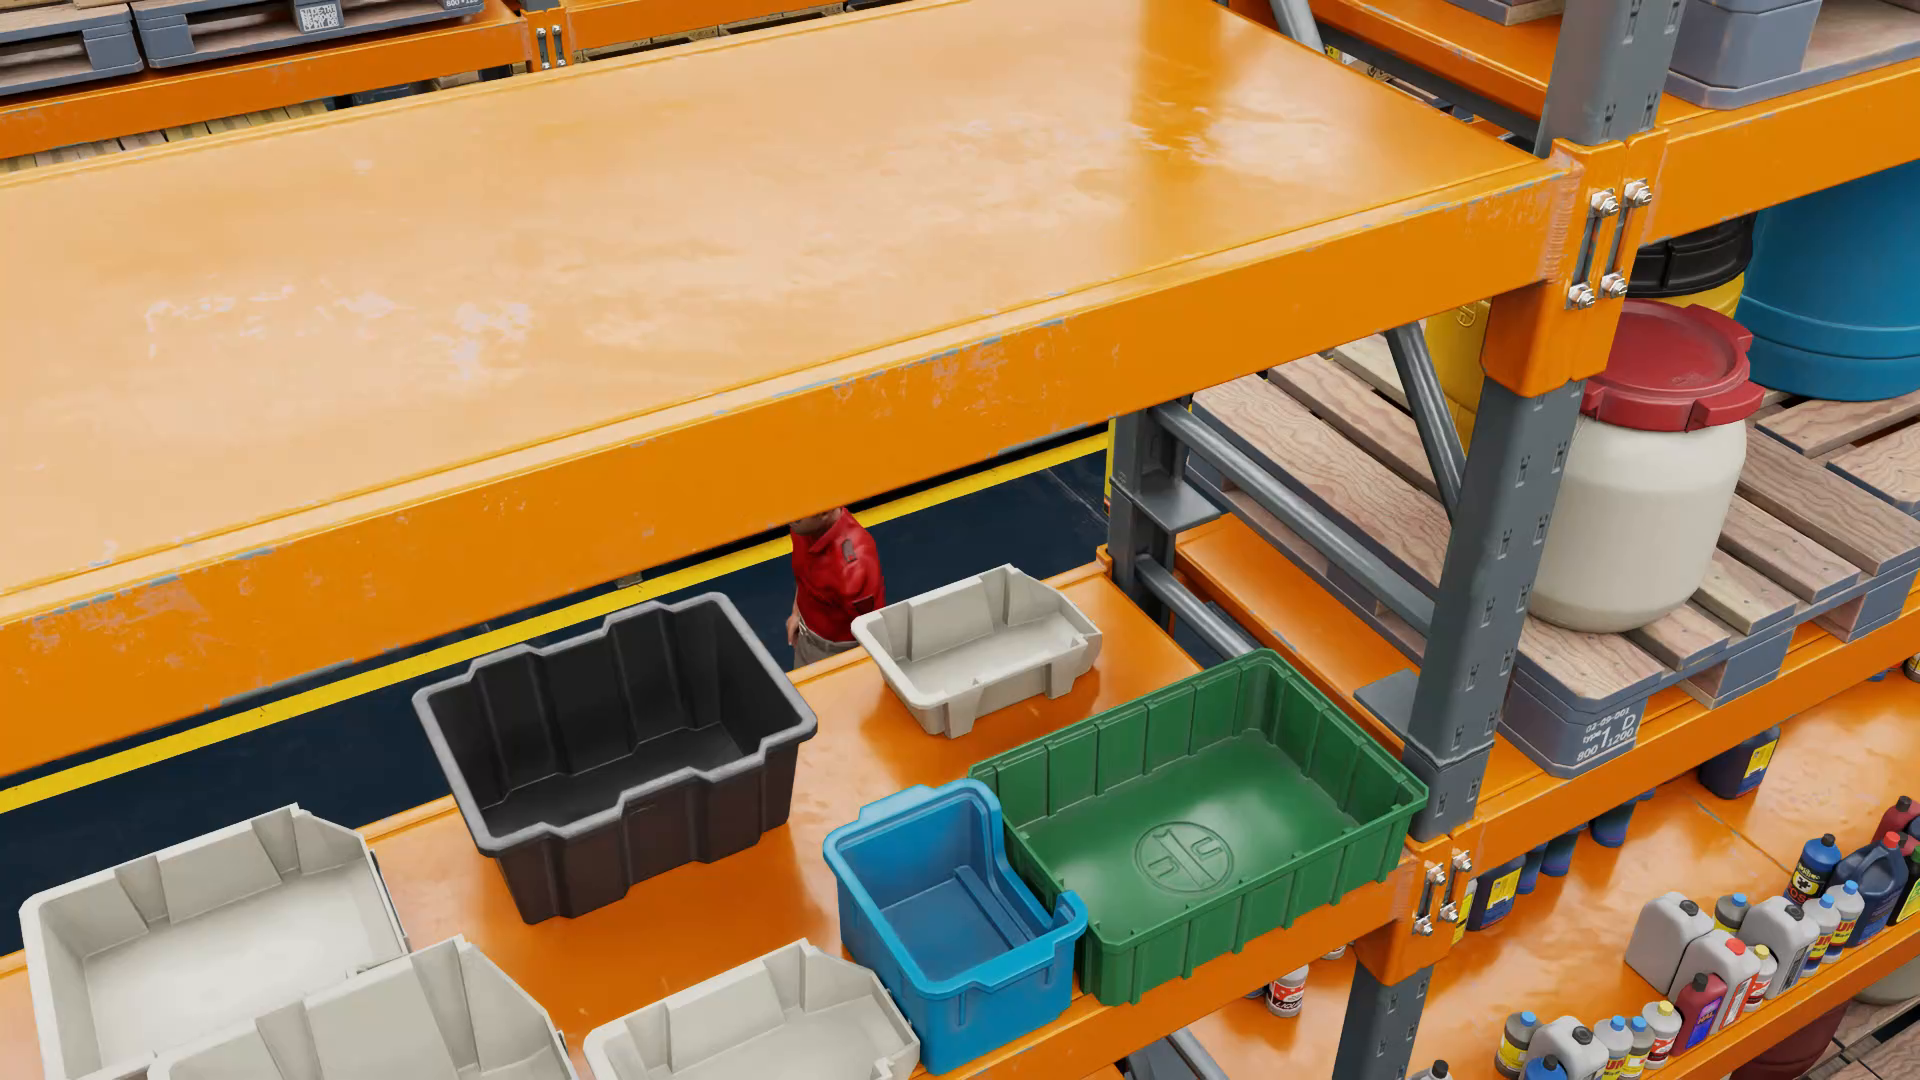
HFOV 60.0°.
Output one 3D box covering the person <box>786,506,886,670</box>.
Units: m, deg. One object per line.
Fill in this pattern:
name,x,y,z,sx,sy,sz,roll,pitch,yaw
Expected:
person,-0.482,0.428,6.363,0.394,1.727,0.587,-19,41,-23
